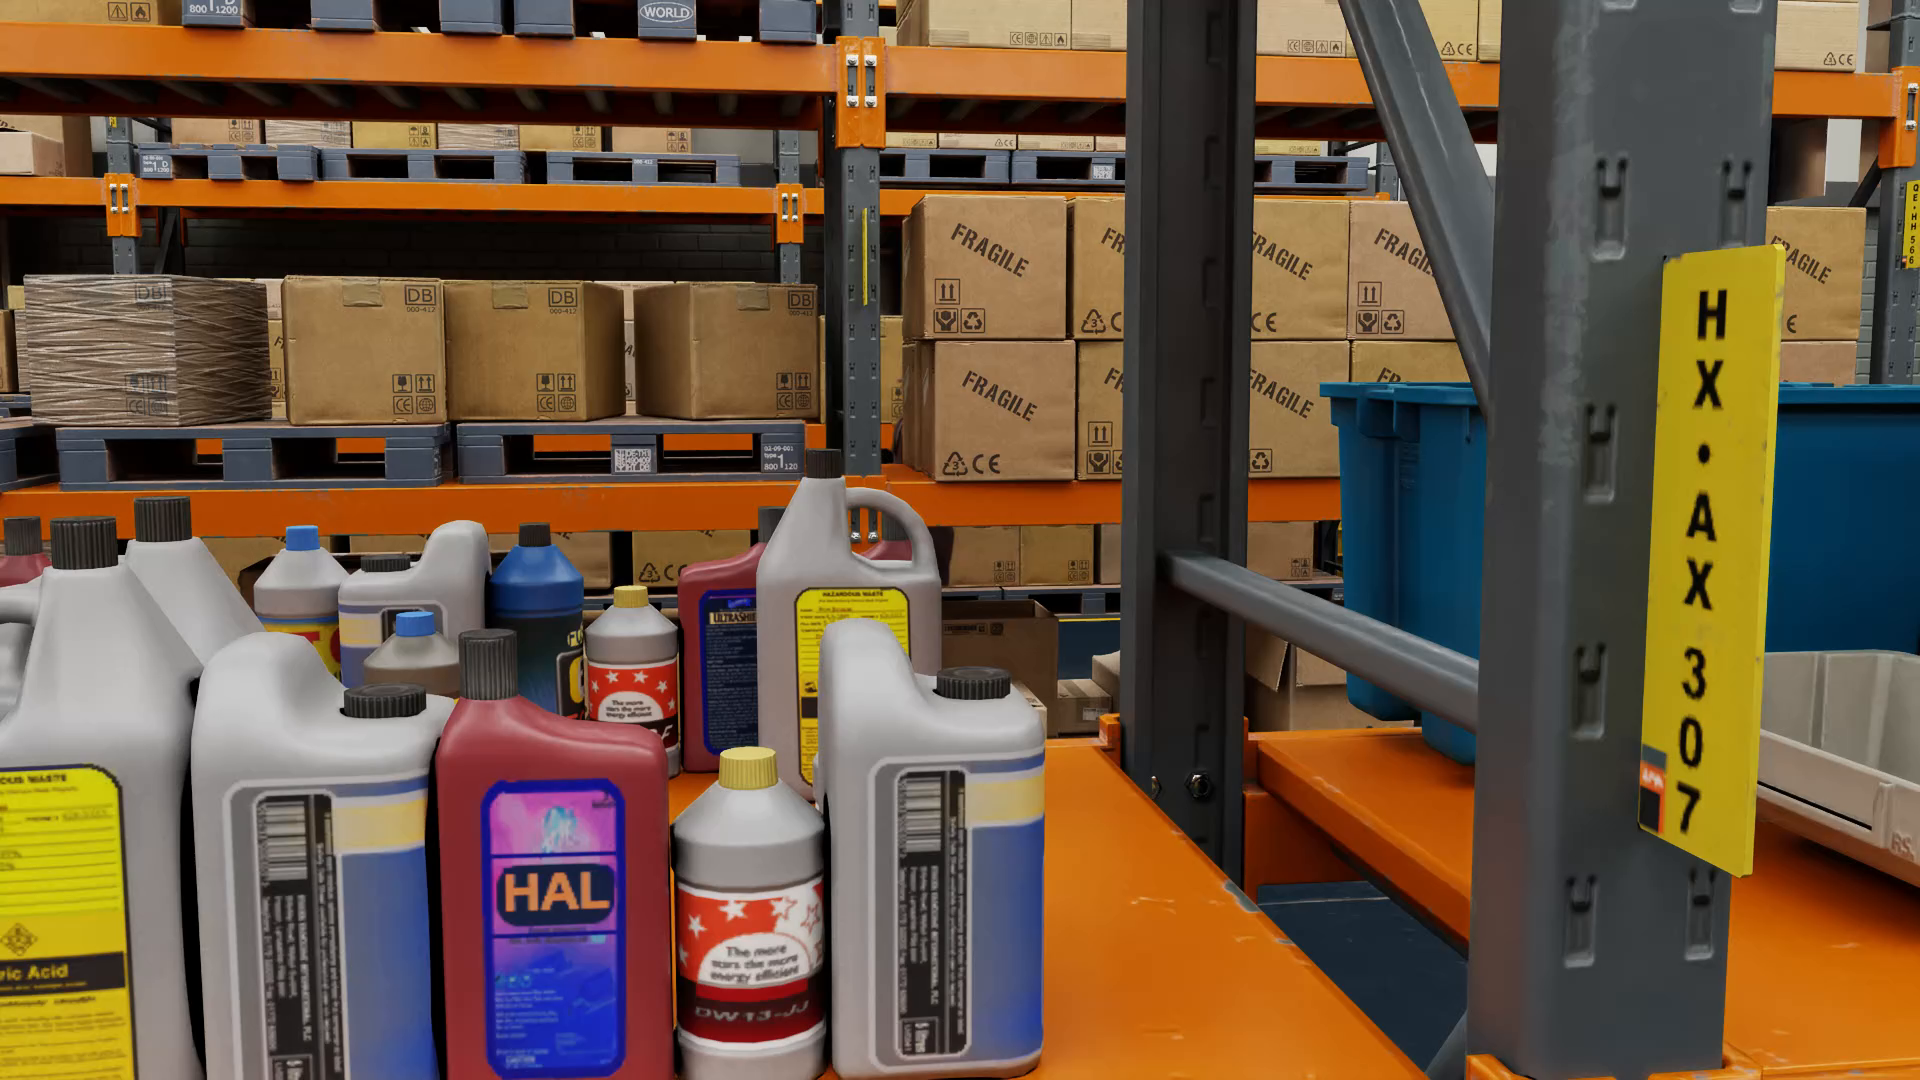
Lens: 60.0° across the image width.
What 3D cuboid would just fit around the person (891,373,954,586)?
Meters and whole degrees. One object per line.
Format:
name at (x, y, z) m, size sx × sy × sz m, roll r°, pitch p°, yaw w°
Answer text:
person at (-0.290, -0.021, 7.928) m, size 0.517 × 1.781 × 0.559 m, roll -1°, pitch 6°, yaw -12°
